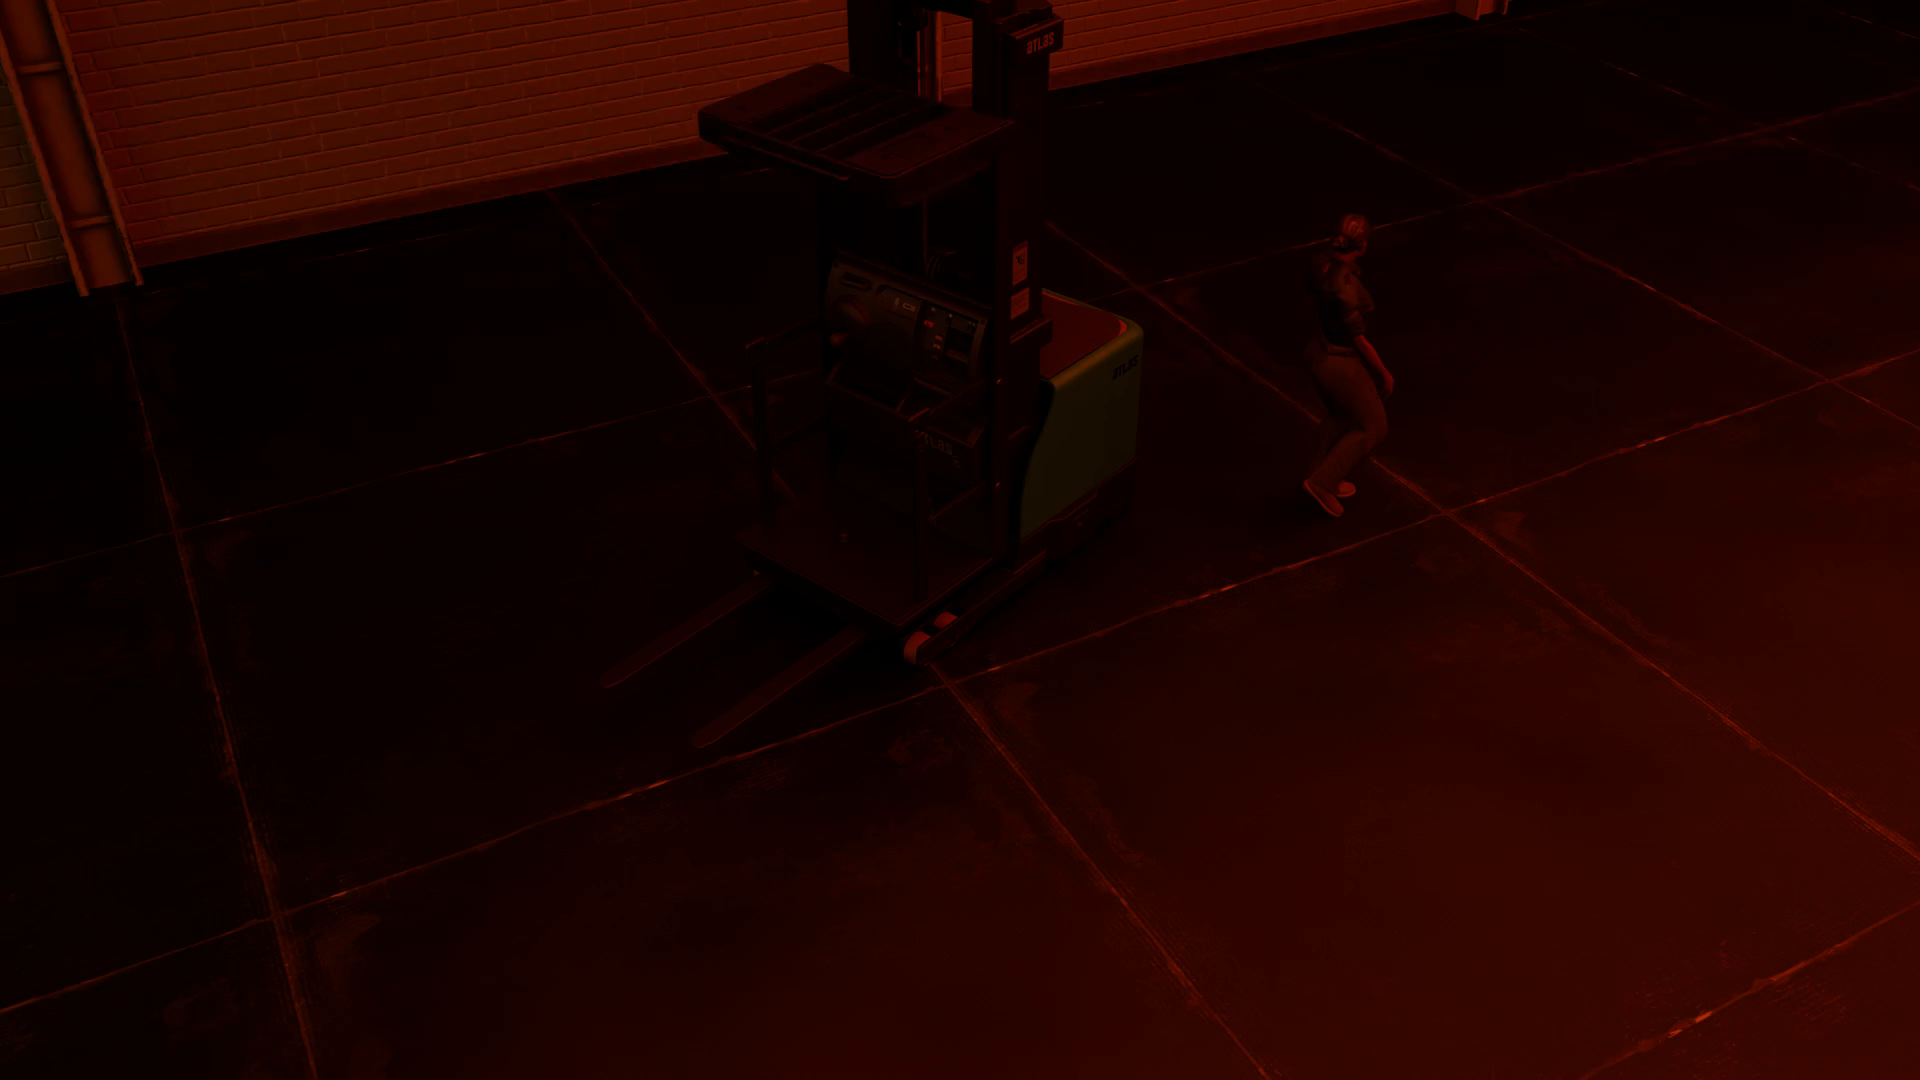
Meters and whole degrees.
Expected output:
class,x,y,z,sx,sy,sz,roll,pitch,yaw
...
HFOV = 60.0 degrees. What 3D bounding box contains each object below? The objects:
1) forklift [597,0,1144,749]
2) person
class,x,y,z,sx,sy,sz,roll,pitch,yaw
forklift,-0.390,-0.927,7.434,1.130,2.935,3.031,26,43,31
person,1.981,-0.927,8.581,0.434,1.641,0.709,-2,35,-3
